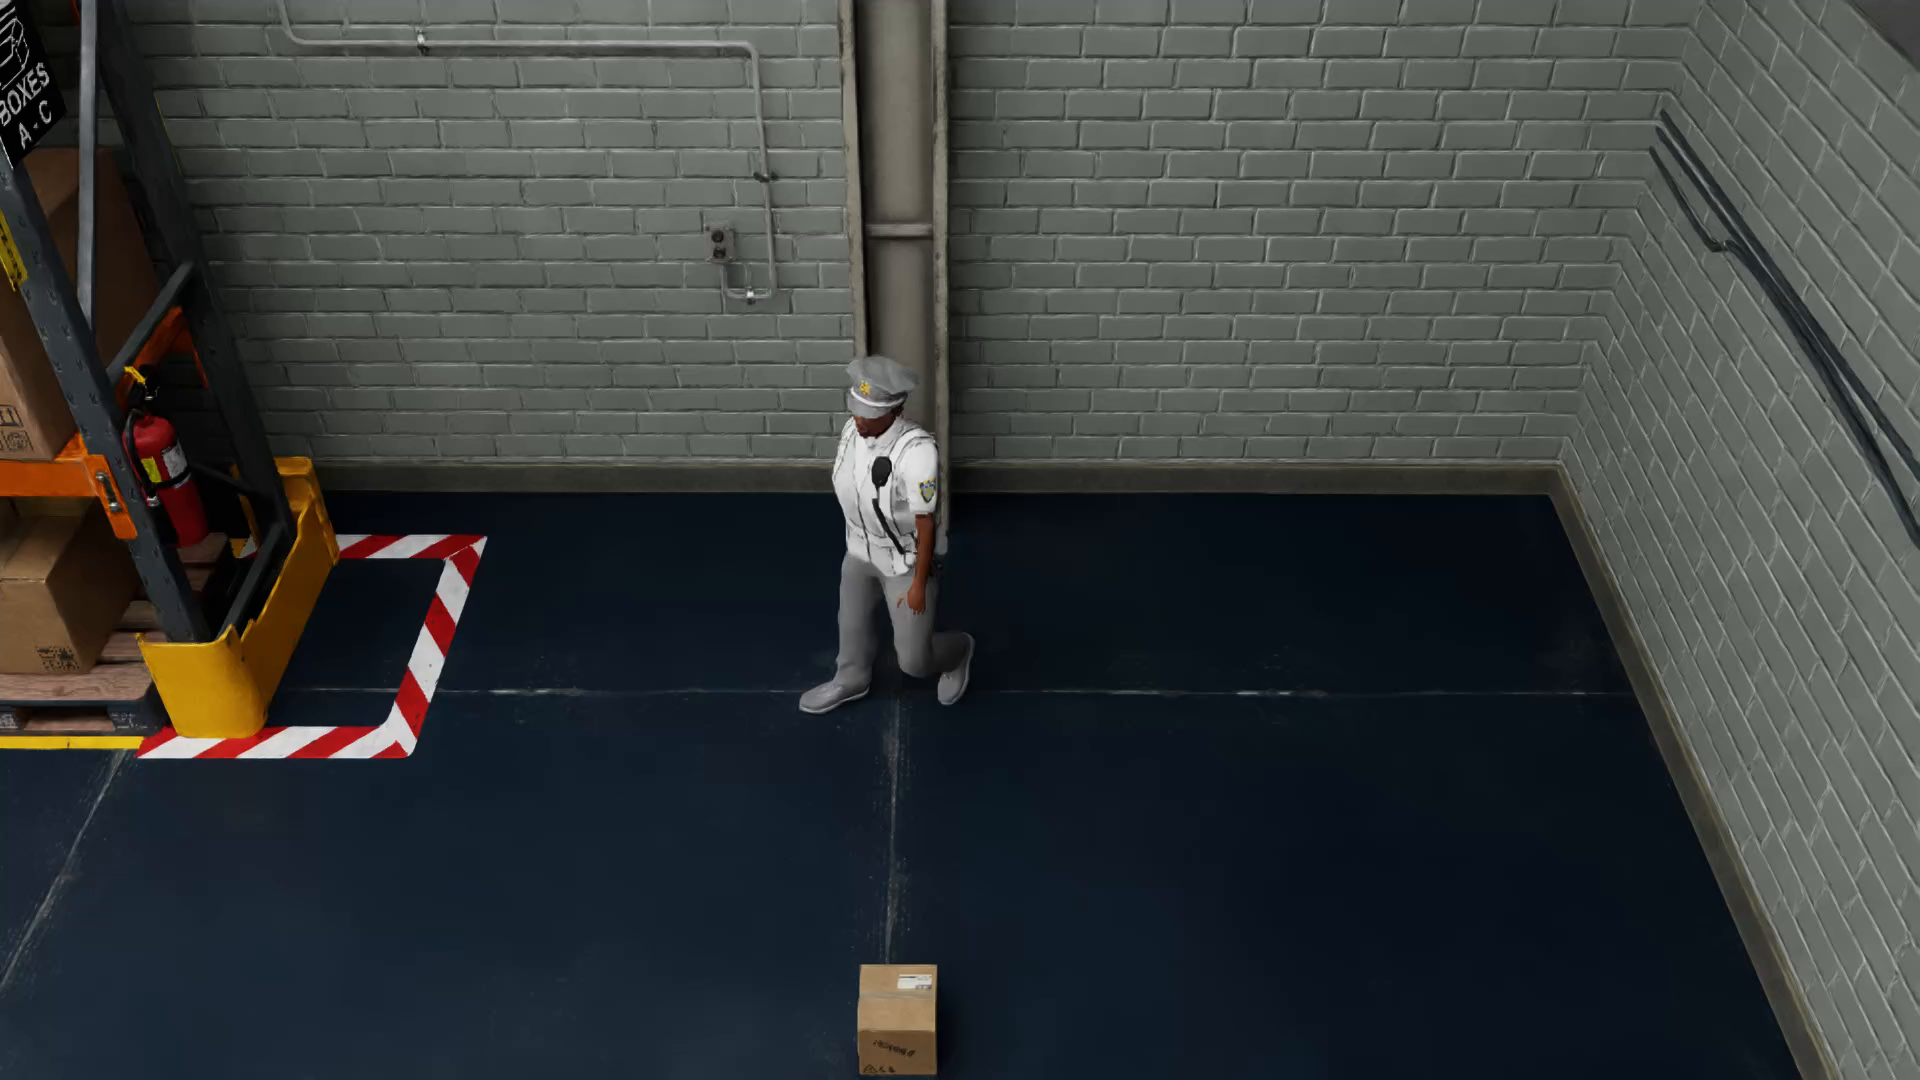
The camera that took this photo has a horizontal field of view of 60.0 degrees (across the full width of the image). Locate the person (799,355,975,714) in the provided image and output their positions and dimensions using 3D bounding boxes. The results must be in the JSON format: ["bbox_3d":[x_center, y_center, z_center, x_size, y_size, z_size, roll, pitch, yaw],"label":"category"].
[{"bbox_3d":[-0.254,0.014,6.108,0.582,1.669,0.579,30,48,31],"label":"person"}]
